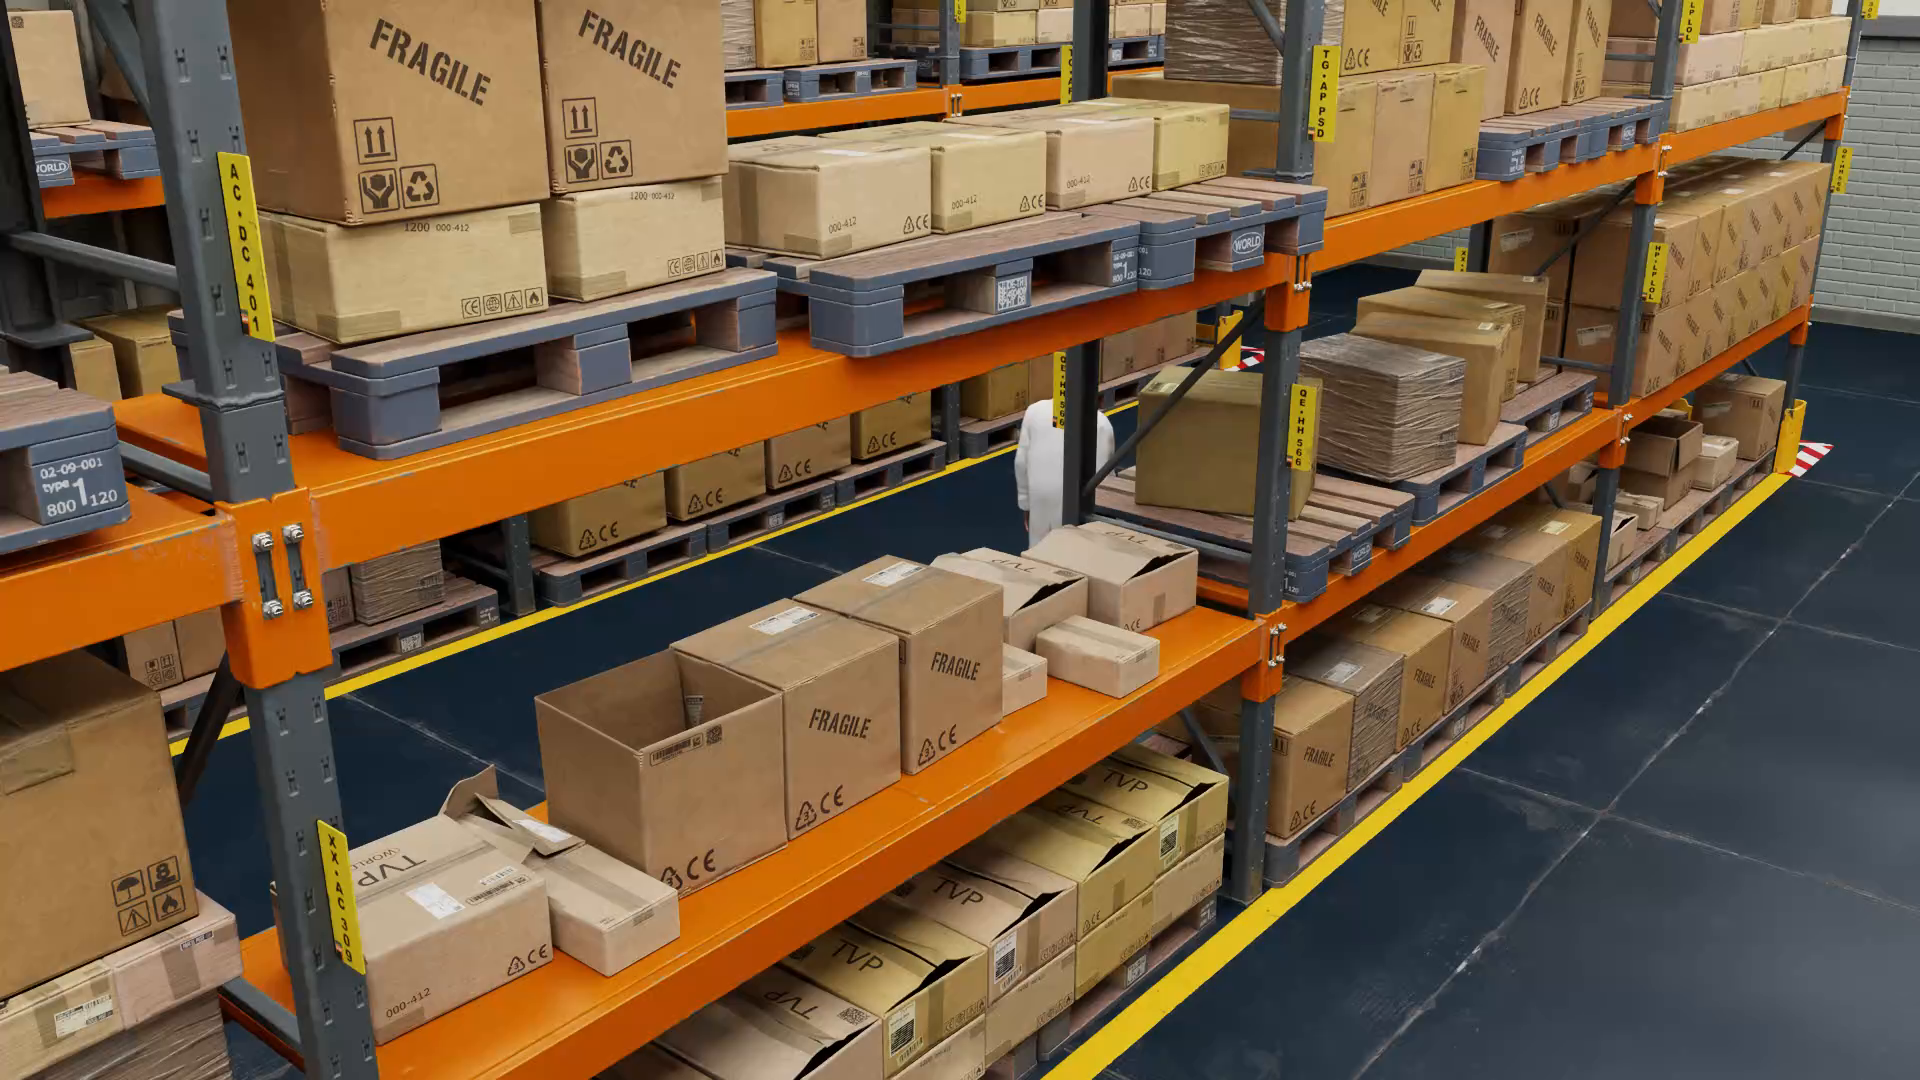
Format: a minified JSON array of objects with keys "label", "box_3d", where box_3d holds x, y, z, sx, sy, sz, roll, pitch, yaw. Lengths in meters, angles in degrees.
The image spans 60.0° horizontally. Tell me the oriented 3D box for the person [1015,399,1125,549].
[{"label":"person","box_3d":[0.584,-0.117,8.919,0.656,1.774,0.416,15,25,35]}]
